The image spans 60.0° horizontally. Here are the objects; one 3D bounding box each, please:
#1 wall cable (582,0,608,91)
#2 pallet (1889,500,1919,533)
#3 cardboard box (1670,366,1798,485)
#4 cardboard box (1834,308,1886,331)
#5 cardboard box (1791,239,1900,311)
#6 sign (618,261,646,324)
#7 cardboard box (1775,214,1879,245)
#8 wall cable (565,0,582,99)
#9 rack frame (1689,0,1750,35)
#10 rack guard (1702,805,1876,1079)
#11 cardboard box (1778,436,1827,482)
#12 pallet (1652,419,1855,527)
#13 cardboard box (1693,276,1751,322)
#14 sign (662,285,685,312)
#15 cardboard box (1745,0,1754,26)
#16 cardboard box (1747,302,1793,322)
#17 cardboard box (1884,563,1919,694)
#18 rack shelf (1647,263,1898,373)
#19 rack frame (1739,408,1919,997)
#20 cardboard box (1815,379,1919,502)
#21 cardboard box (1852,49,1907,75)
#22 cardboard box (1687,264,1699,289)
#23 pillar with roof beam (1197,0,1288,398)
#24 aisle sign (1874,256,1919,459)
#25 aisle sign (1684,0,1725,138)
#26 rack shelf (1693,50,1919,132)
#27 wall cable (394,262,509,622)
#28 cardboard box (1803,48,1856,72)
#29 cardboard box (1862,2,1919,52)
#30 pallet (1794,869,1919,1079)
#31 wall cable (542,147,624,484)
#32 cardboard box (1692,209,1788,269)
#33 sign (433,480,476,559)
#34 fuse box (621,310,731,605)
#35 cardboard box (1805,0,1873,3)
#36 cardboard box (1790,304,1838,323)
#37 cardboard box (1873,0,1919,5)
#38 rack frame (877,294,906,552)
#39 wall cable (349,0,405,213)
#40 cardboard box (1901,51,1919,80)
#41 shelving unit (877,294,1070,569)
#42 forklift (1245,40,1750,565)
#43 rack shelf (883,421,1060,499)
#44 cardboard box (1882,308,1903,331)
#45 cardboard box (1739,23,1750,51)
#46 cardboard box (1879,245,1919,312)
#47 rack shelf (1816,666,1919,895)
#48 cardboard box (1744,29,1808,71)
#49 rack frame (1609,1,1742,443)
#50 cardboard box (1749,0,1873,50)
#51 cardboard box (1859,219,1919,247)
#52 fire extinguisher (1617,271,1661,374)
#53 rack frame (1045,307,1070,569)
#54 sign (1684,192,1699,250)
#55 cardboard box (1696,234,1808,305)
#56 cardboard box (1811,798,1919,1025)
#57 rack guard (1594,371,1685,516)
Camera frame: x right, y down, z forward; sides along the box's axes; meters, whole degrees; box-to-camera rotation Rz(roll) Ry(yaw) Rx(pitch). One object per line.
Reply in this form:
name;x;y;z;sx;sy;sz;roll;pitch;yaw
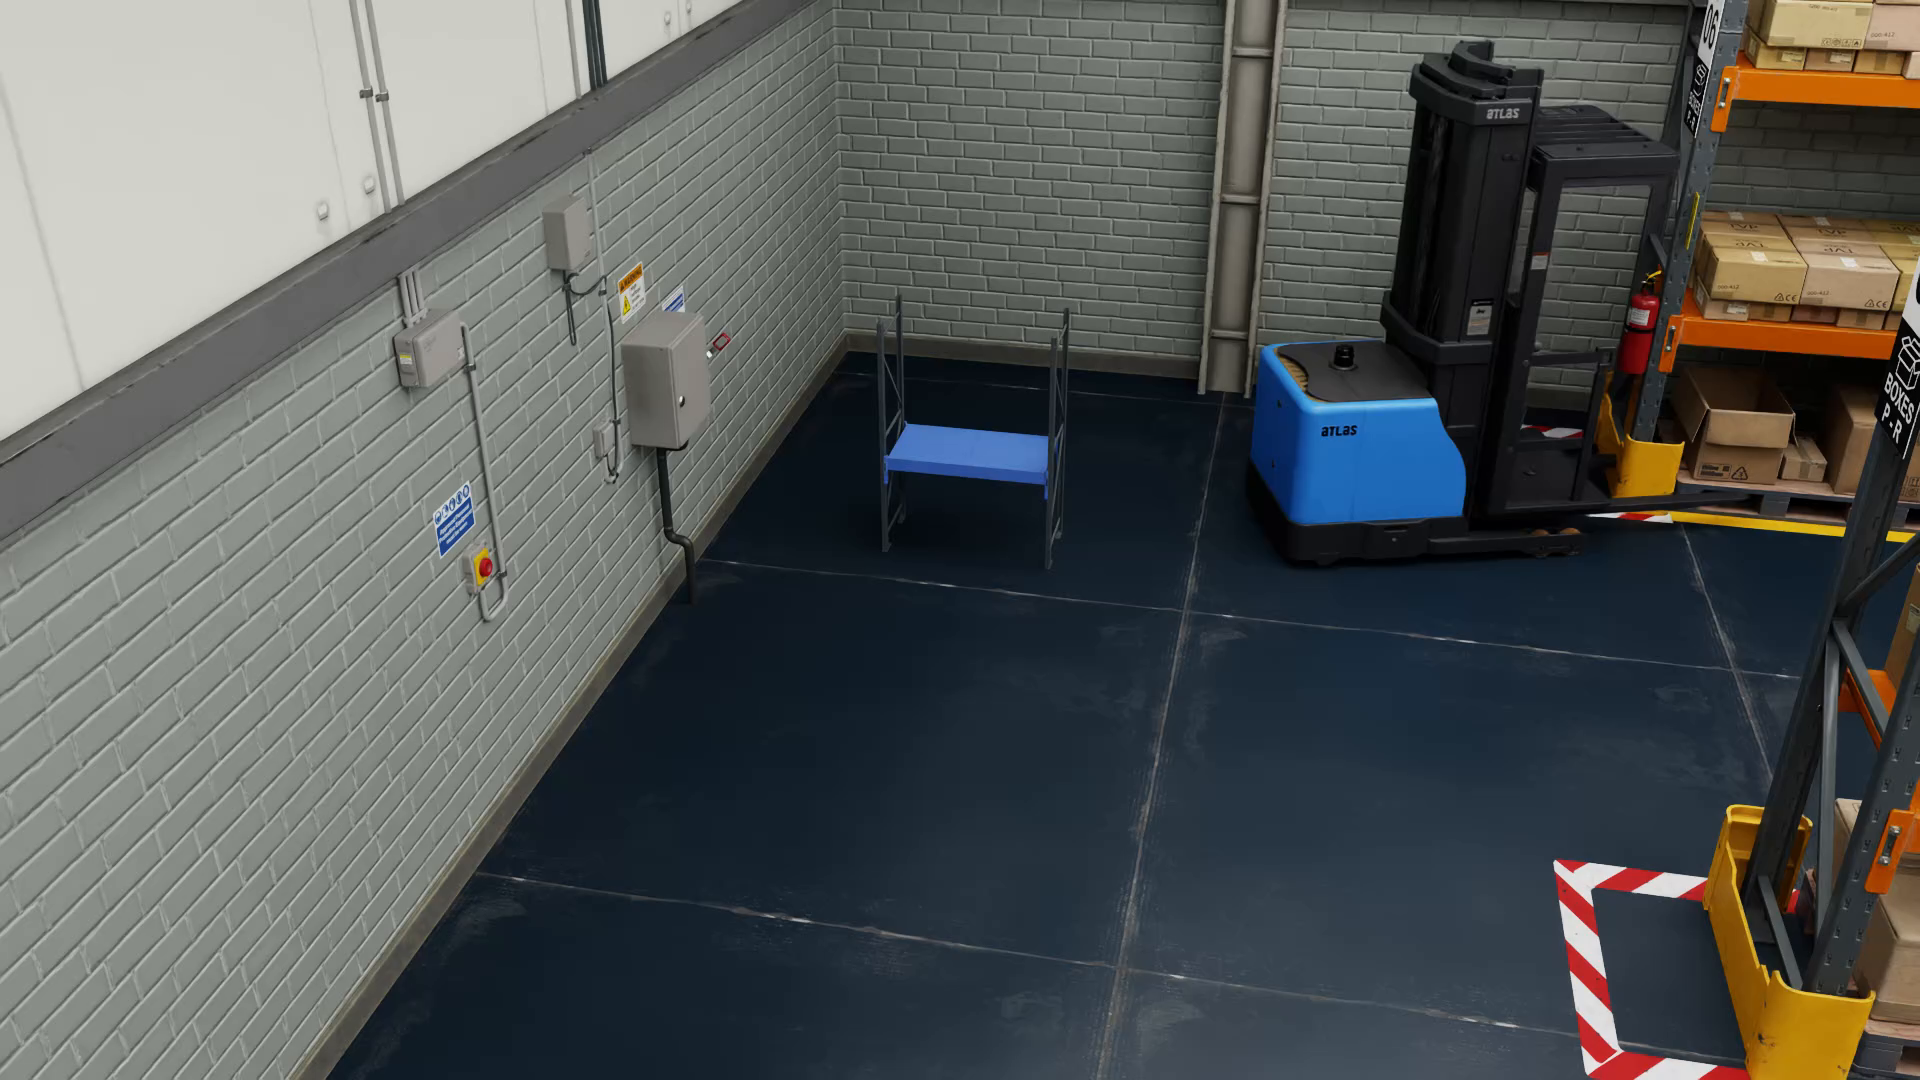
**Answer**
wall cable;-1.433;-4.177;8.631;0.133;3.039;2.988;6;29;11
pallet;6.487;-0.331;10.797;1.213;0.211;1.003;6;29;11
cardboard box;5.021;-0.748;10.817;0.637;0.503;0.797;5;29;9
cardboard box;5.464;-1.425;10.153;0.250;0.149;0.380;7;29;12
cardboard box;5.324;-1.607;10.070;0.500;0.250;0.500;6;29;11
sign;-1.742;-1.317;8.834;0.001;0.242;0.339;6;29;11
cardboard box;5.452;-1.856;10.525;0.500;0.250;0.500;6;29;11
wall cable;-2.052;-2.856;6.258;0.029;3.000;2.355;6;29;11
rack frame;4.443;-4.396;9.071;0.127;3.000;1.000;6;29;11
rack guard;3.387;1.661;6.858;0.348;0.500;1.175;6;29;11
cardboard box;5.429;-0.532;10.791;0.250;0.149;0.380;5;29;9
pallet;5.297;-0.454;11.023;1.213;0.211;1.003;6;29;11
cardboard box;4.707;-1.493;10.277;0.250;0.149;0.380;6;29;10
sign;-1.627;-1.171;9.526;0.001;0.494;0.329;6;29;11
cardboard box;4.935;-3.228;9.908;0.500;0.250;0.500;5;29;10
cardboard box;4.966;-1.489;10.270;0.250;0.149;0.380;7;29;12
cardboard box;3.937;0.447;6.368;0.500;0.500;0.500;6;29;11
rack shelf;6.399;-1.249;10.318;4.000;0.370;1.077;6;29;11
rack frame;3.410;0.567;6.253;0.127;3.000;1.000;6;29;11
cardboard box;5.849;-0.643;10.628;0.500;0.500;0.700;7;29;13
cardboard box;5.215;-2.781;9.507;0.250;0.149;0.380;6;29;11
cardboard box;4.823;-1.747;10.742;0.250;0.149;0.380;6;29;10
pillar with roof beam;1.095;-3.068;6.646;0.400;9.000;9.100;6;29;11
aisle sign;3.405;-0.726;5.908;0.004;0.787;0.394;6;29;11
aisle sign;4.315;-2.774;9.648;0.004;0.787;0.394;6;29;11
rack shelf;6.399;-2.564;9.598;4.000;0.370;1.077;6;29;11
wall cable;-2.109;-0.447;7.015;0.123;1.953;0.585;6;29;11
cardboard box;4.968;-2.815;9.569;0.250;0.149;0.380;6;29;11
cardboard box;5.321;-2.931;9.365;0.500;0.250;0.500;6;29;12
pallet;4.208;1.833;6.844;1.213;0.211;1.003;6;29;11
wall cable;-1.824;-1.101;8.241;0.122;1.984;0.588;6;29;11
cardboard box;4.948;-1.908;10.620;0.500;0.250;0.500;7;29;12
sign;-2.179;-0.090;7.171;0.001;0.218;0.327;6;29;11
fuse box;-1.528;-0.395;9.351;0.414;1.711;0.539;6;29;11
cardboard box;4.825;-3.202;9.340;0.500;0.250;0.500;6;29;10
cardboard box;5.230;-1.479;10.252;0.250;0.149;0.380;5;29;10
cardboard box;5.318;-3.142;9.230;0.500;0.250;0.500;6;29;10
rack frame;-0.414;-0.700;10.129;0.032;1.500;0.500;6;29;11
wall cable;-2.211;-2.503;5.613;0.029;3.000;0.463;6;29;11
cardboard box;5.438;-2.708;9.373;0.250;0.149;0.380;6;29;12
shelving unit;0.083;-0.649;10.036;1.048;1.500;0.538;6;29;11
forklift;3.417;-1.429;9.970;3.031;2.935;1.130;-3;29;-6
rack shelf;0.083;-0.492;10.123;1.000;0.185;0.538;6;29;11
cardboard box;5.725;-1.401;10.109;0.250;0.149;0.380;6;29;11
cardboard box;4.804;-3.047;9.992;0.250;0.149;0.380;7;29;12
cardboard box;5.820;-1.558;9.980;0.500;0.250;0.500;5;29;10
rack shelf;5.366;1.083;6.060;4.000;0.370;1.077;6;29;11
cardboard box;4.706;-2.829;9.594;0.250;0.149;0.380;6;29;12
rack frame;4.443;-1.765;10.512;0.127;3.000;1.000;6;29;11
cardboard box;4.820;-2.972;9.441;0.500;0.250;0.500;6;29;10
cardboard box;5.936;-1.804;10.430;0.500;0.250;0.500;7;29;12
fire extinguisher;4.203;-1.365;10.251;0.183;0.674;0.296;6;29;11
rack frame;0.581;-0.598;9.943;0.032;1.500;0.500;6;29;11
sign;4.330;-1.890;9.839;0.005;0.325;0.100;6;29;11
cardboard box;4.831;-1.657;10.162;0.500;0.250;0.500;6;29;11
cardboard box;4.077;1.525;6.733;0.875;0.438;0.875;5;29;9
rack guard;4.517;-0.661;11.098;0.348;0.500;1.175;6;29;11
